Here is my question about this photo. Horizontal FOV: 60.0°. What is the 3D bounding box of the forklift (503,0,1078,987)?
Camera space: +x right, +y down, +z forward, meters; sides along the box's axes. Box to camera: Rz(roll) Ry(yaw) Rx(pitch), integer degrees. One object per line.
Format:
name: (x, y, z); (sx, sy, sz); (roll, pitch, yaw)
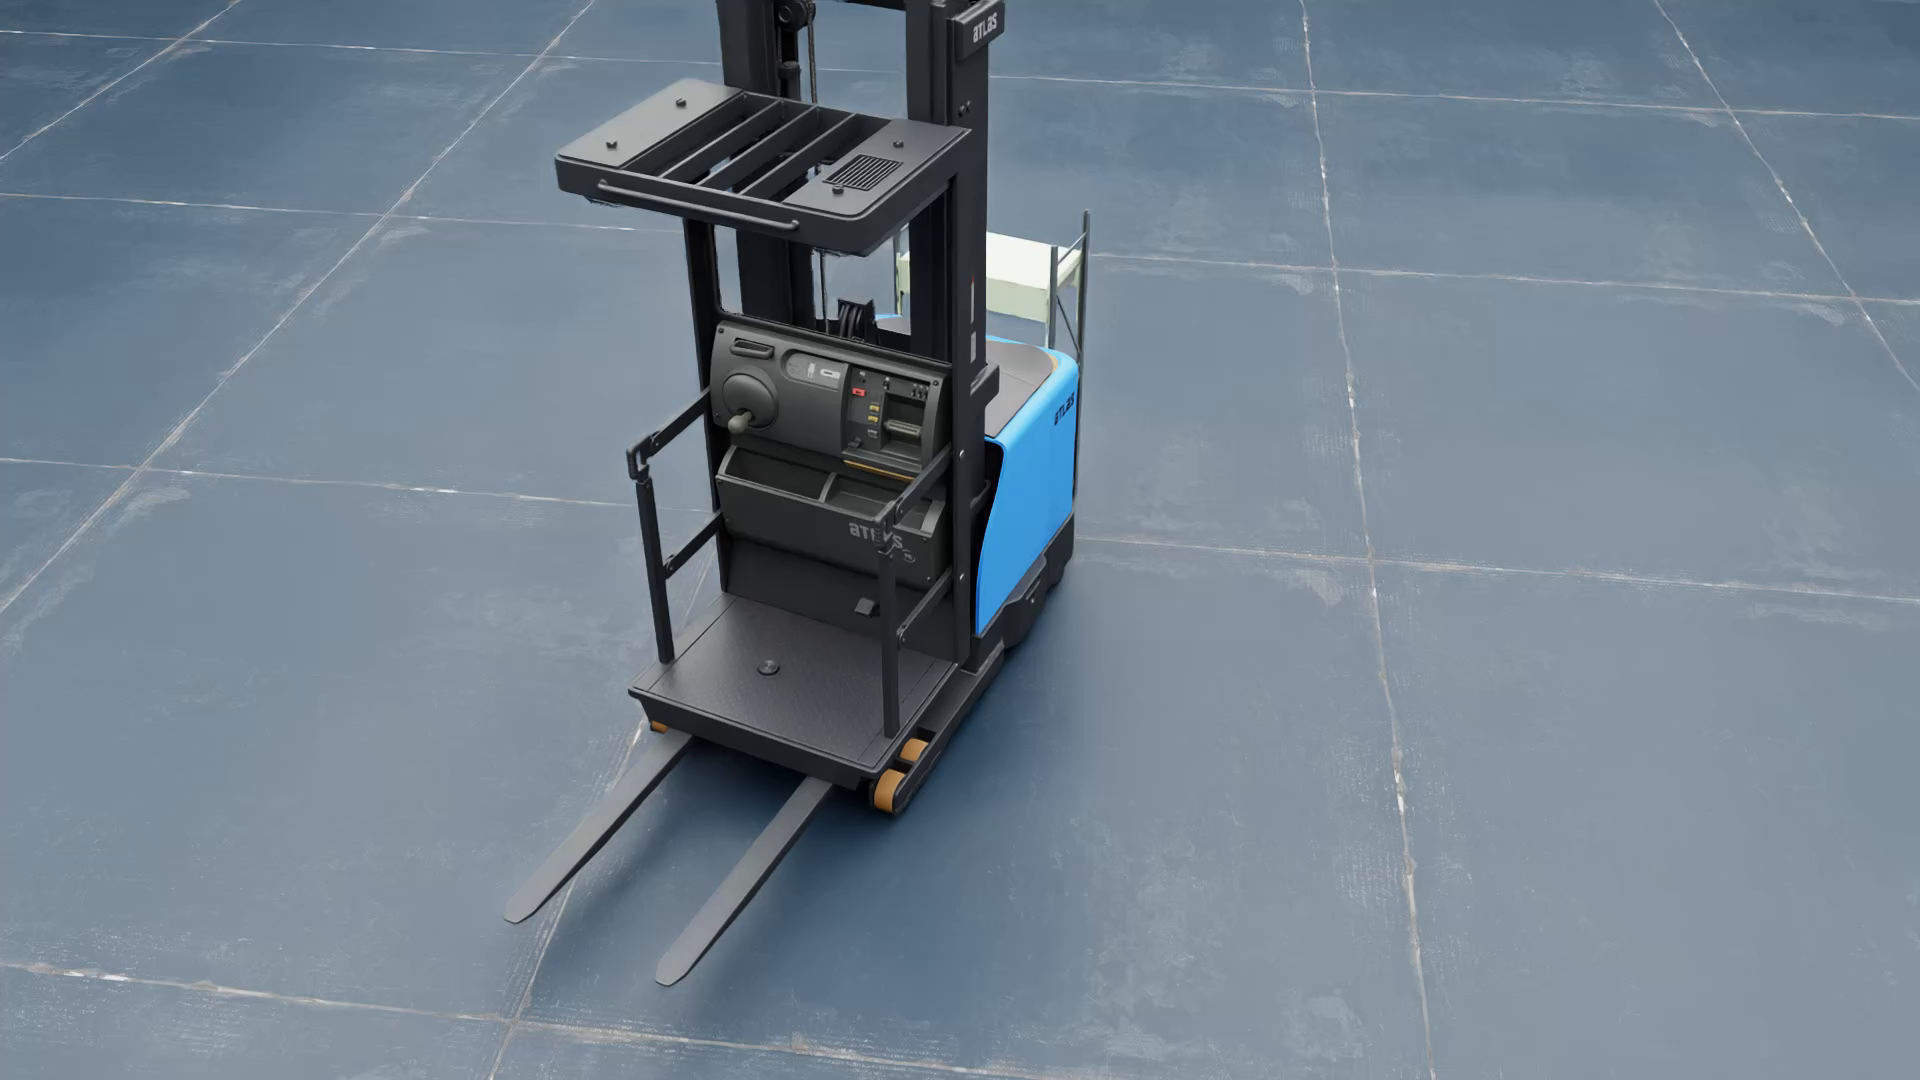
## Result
forklift: (-0.582, -0.450, 5.857); (1.130, 2.935, 3.031); (16, 38, 21)

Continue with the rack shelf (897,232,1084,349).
rack shelf: (0.137, -1.115, 7.349); (0.720, 0.370, 0.431); (15, 38, 20)

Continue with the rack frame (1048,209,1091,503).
rack frame: (0.469, -0.707, 7.449); (0.023, 1.500, 0.400); (15, 38, 20)

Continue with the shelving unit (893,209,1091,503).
shelving unit: (0.137, -0.797, 7.576); (0.755, 1.500, 0.431); (15, 38, 20)

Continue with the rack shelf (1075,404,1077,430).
rack shelf: (0.137, -0.532, 7.765); (0.720, 0.370, 0.431); (15, 38, 20)

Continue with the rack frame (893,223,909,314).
rack frame: (-0.194, -0.887, 7.702); (0.023, 1.500, 0.400); (15, 38, 20)
